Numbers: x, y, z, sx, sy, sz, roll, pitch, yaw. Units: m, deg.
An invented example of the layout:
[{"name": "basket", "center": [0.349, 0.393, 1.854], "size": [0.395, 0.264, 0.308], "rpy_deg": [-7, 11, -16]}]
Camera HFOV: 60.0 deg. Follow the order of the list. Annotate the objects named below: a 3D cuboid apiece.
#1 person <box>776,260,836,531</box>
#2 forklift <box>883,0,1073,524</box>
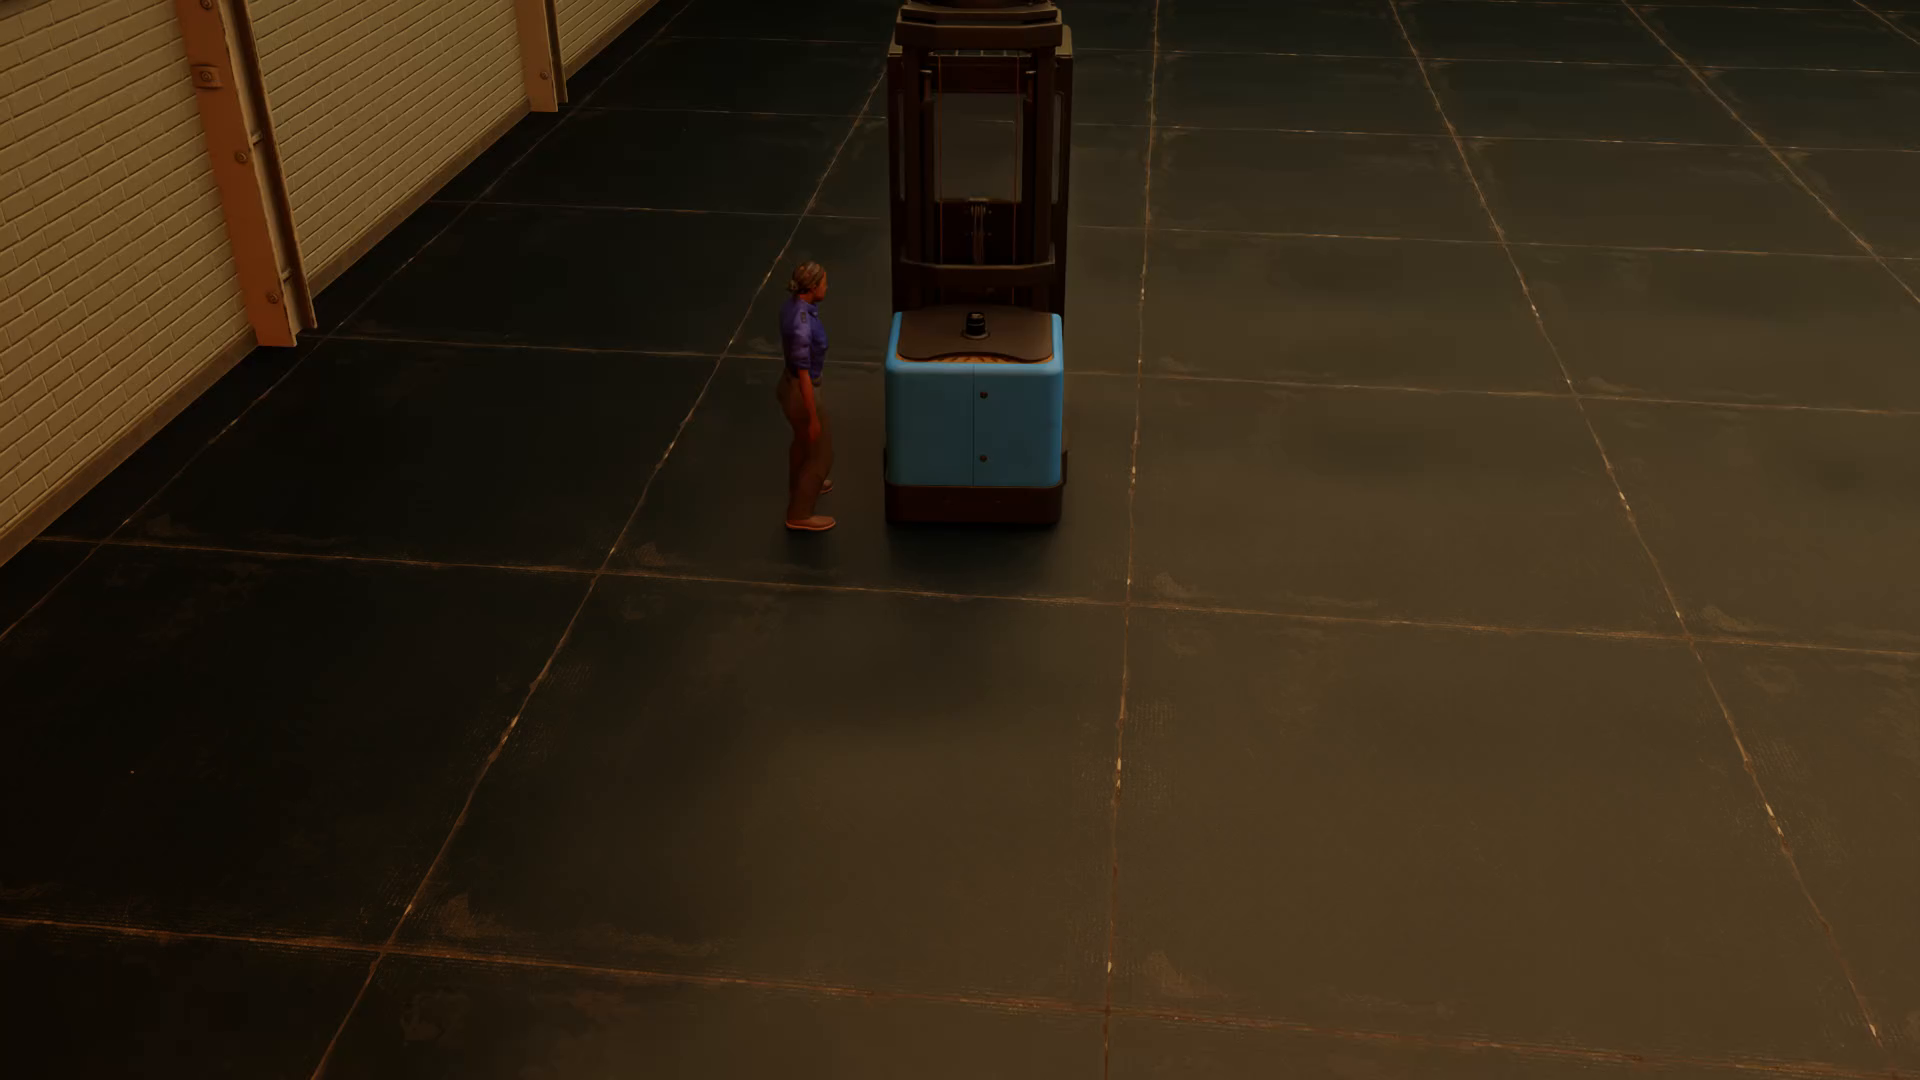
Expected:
[{"name": "person", "center": [-0.883, -0.850, 9.637], "size": [0.381, 1.634, 0.700], "rpy_deg": [-9, 32, -14]}, {"name": "forklift", "center": [0.125, -2.074, 10.422], "size": [1.130, 2.935, 3.031], "rpy_deg": [1, 31, 2]}]
